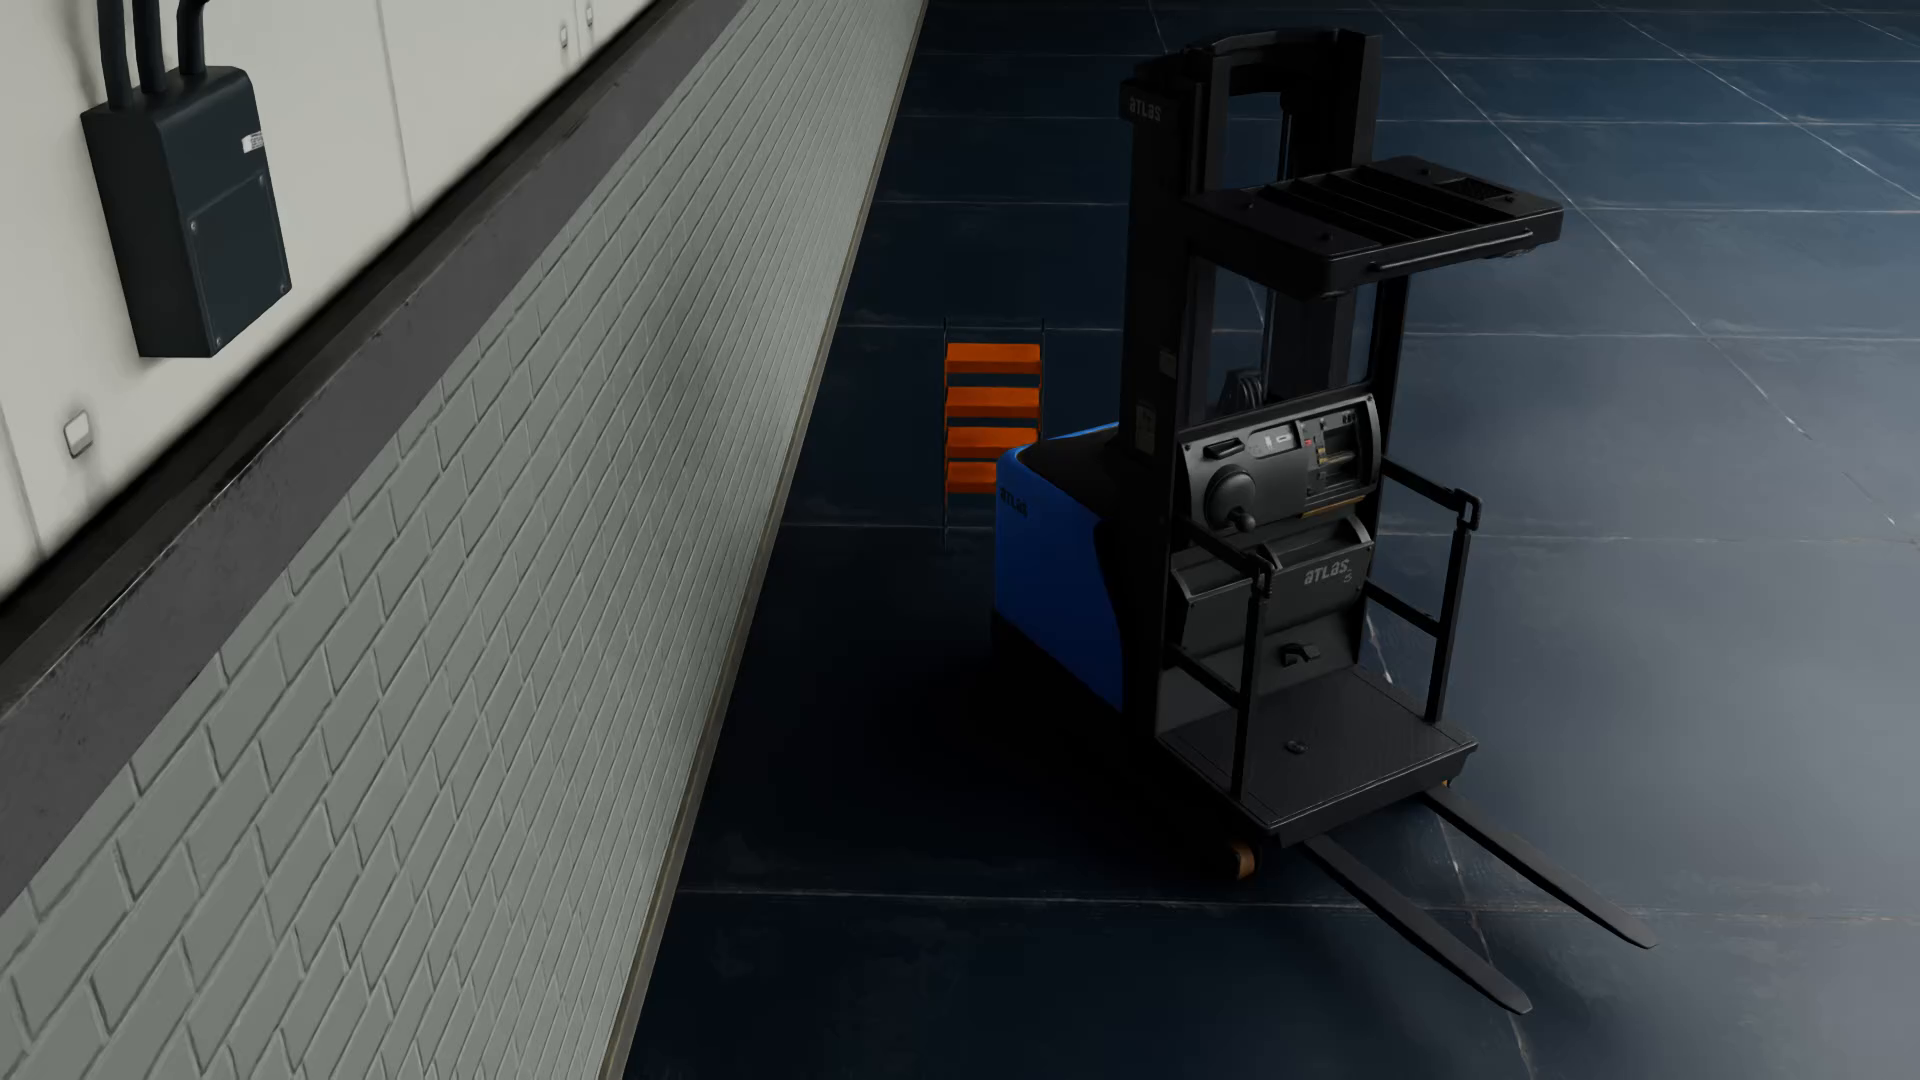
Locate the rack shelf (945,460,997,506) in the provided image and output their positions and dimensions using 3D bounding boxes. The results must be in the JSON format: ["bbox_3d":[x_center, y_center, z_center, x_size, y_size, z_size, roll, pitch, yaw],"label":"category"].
[{"bbox_3d":[0.165,-0.293,8.588,0.480,0.148,0.258,1,28,2],"label":"rack shelf"}]

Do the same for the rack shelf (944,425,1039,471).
[{"bbox_3d":[0.165,-0.468,8.495,0.480,0.148,0.258,1,28,2],"label":"rack shelf"}]

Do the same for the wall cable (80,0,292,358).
[{"bbox_3d":[-1.083,-3.456,2.030,0.169,6.003,2.305,1,28,2],"label":"wall cable"}]

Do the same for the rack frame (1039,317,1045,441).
[{"bbox_3d":[0.409,-0.523,8.456,0.015,1.200,0.240,1,28,2],"label":"rack frame"}]

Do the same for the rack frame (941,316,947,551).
[{"bbox_3d":[-0.078,-0.531,8.471,0.015,1.200,0.240,1,28,2],"label":"rack frame"}]

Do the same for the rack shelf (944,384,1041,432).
[{"bbox_3d":[0.165,-0.666,8.391,0.480,0.148,0.258,1,28,2],"label":"rack shelf"}]

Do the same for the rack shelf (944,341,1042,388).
[{"bbox_3d":[0.165,-0.875,8.280,0.480,0.148,0.258,1,28,2],"label":"rack shelf"}]

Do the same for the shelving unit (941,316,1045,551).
[{"bbox_3d":[0.165,-0.527,8.464,0.503,1.200,0.258,1,28,2],"label":"shelving unit"}]

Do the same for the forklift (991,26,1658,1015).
[{"bbox_3d":[1.326,-0.252,6.095,1.130,2.935,3.031,-16,32,-27],"label":"forklift"}]
